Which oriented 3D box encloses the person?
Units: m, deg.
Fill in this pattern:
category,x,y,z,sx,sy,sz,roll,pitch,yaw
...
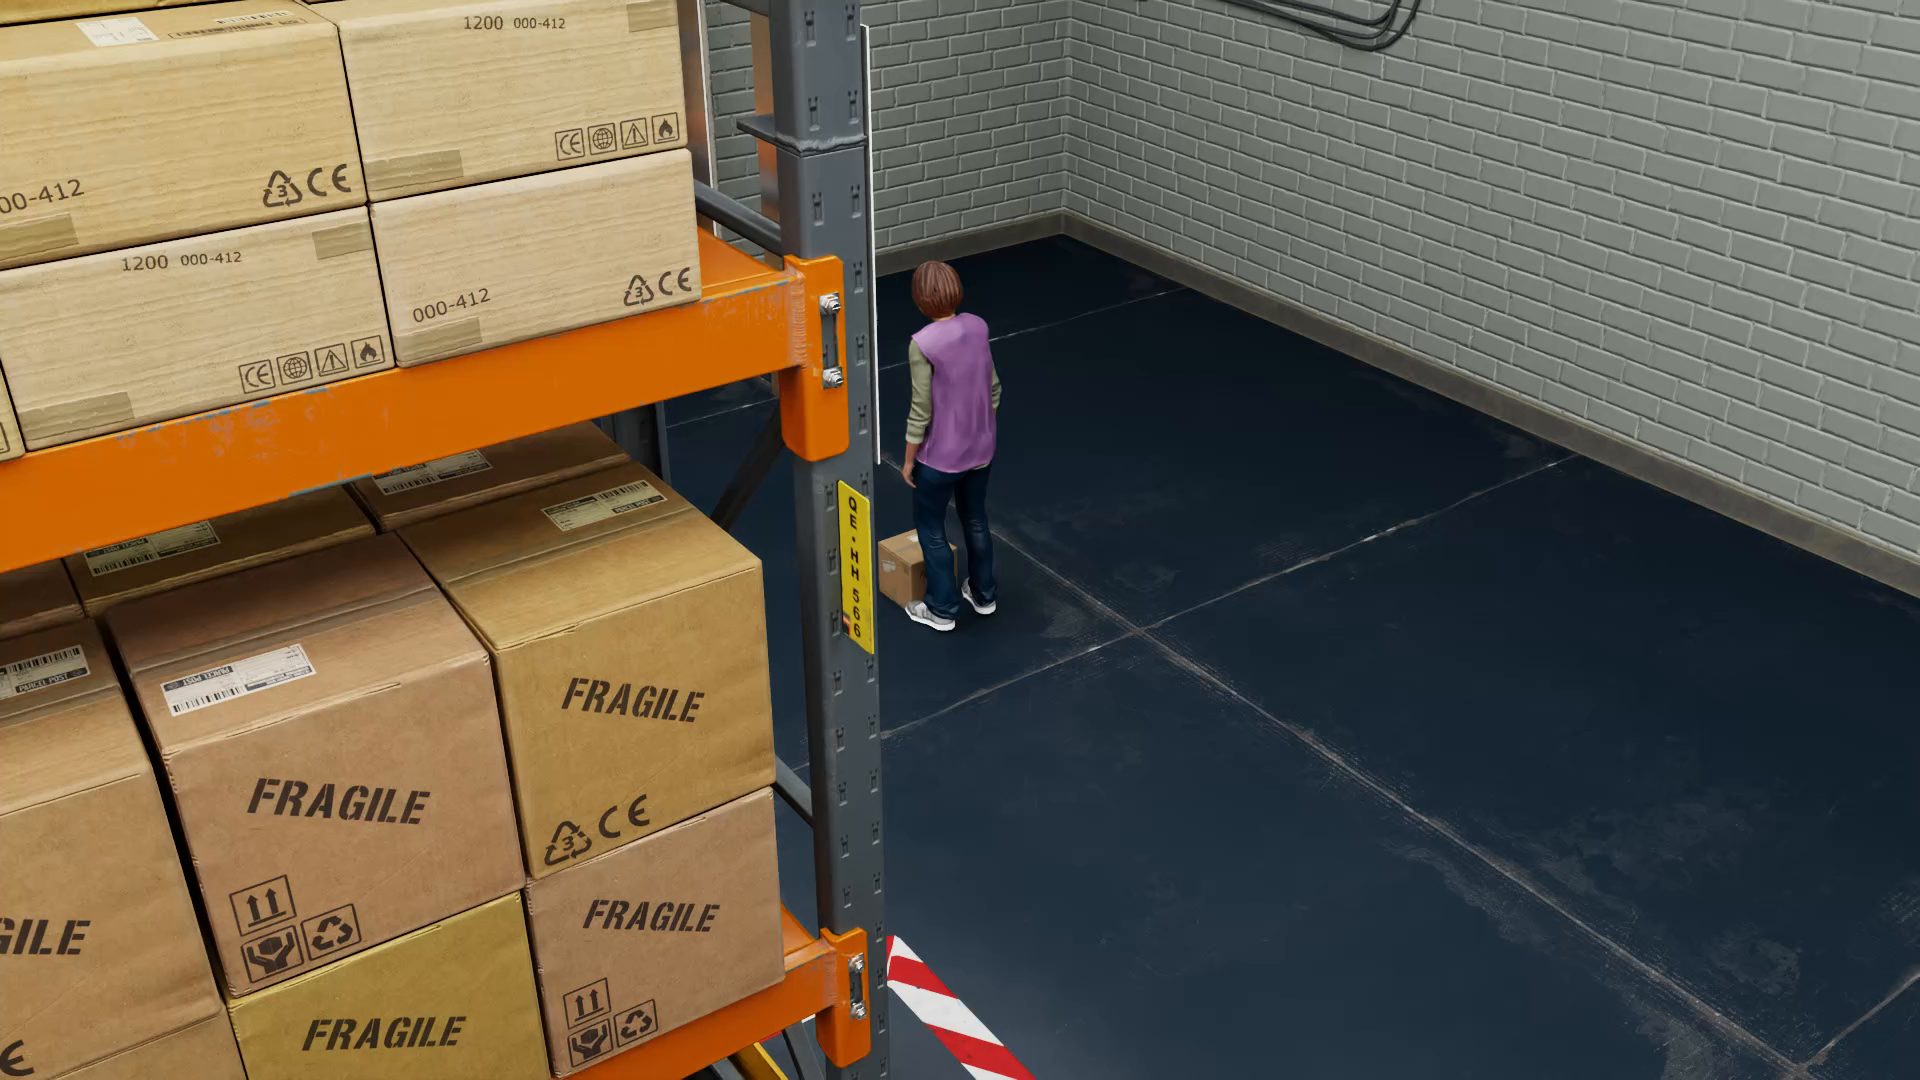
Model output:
category,x,y,z,sx,sy,sz,roll,pitch,yaw
person,-0.031,-0.364,6.795,0.460,1.591,0.345,-20,35,-31
